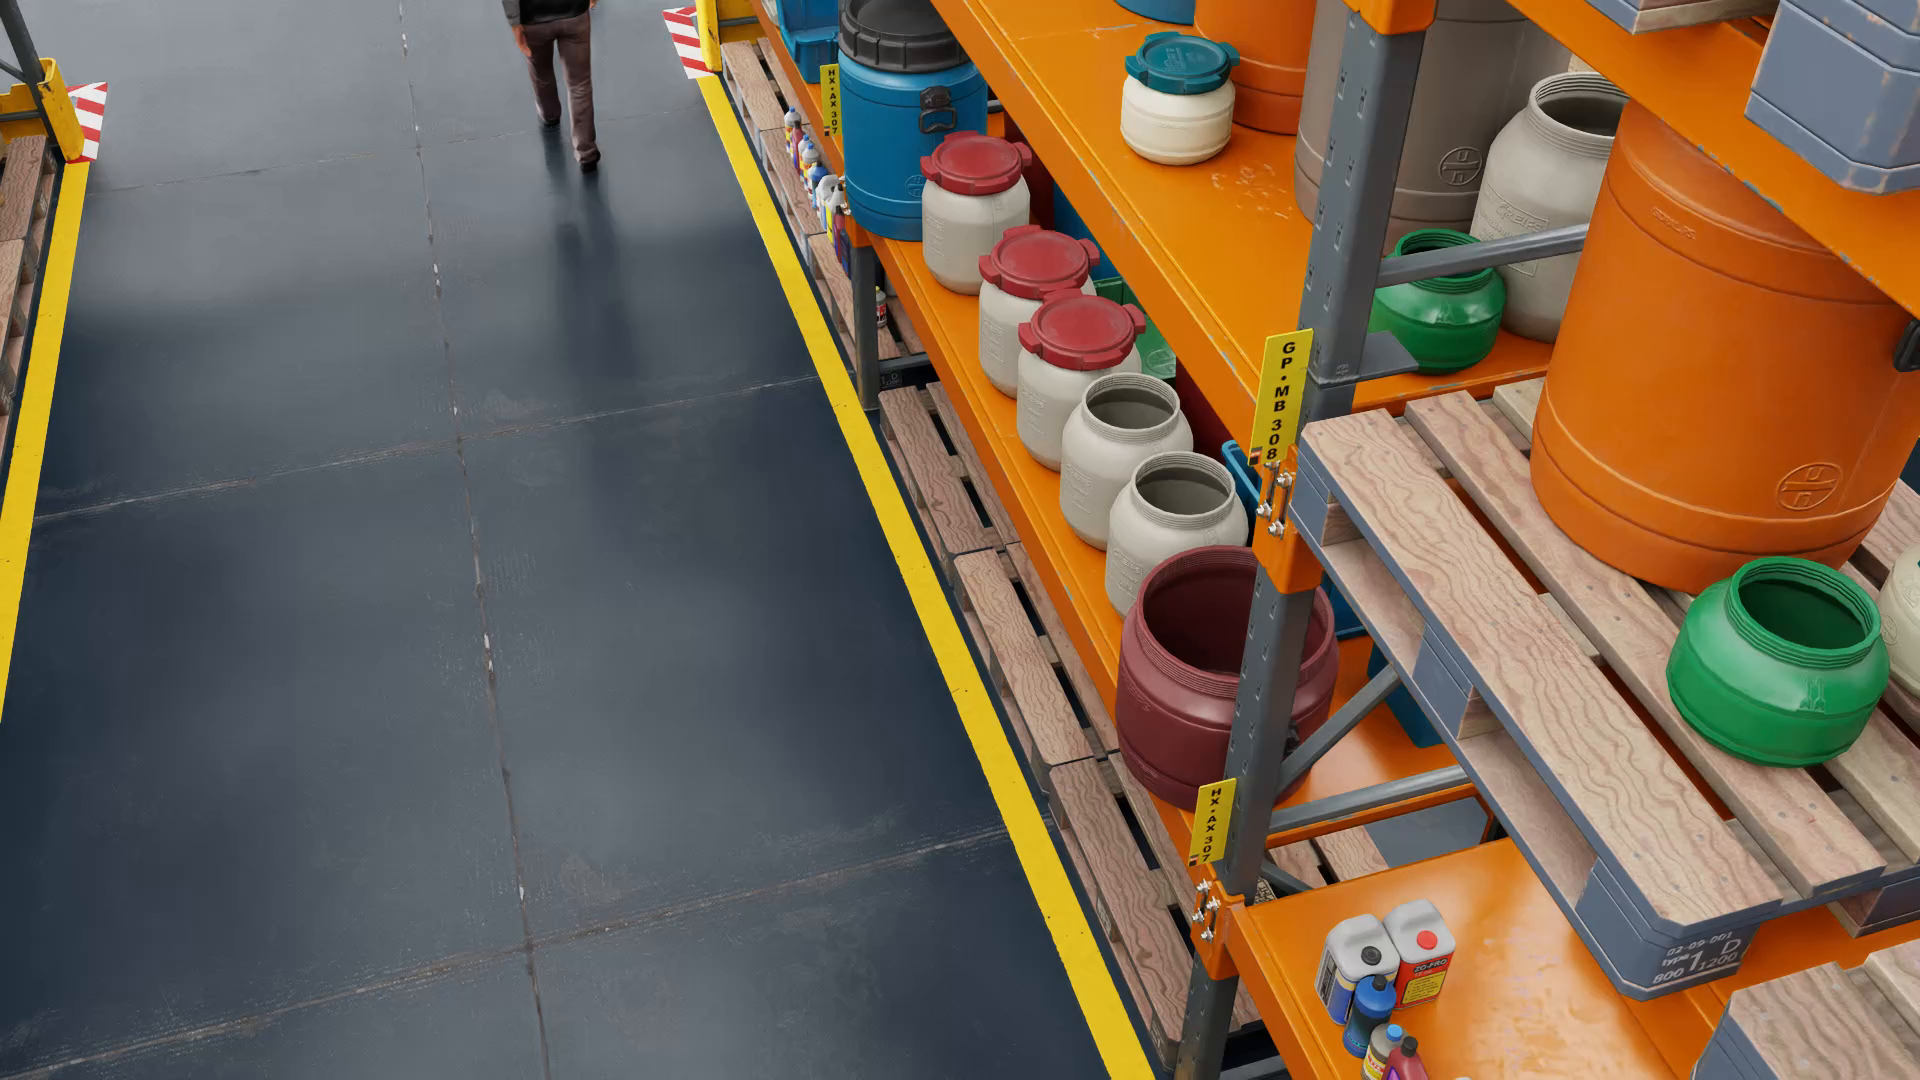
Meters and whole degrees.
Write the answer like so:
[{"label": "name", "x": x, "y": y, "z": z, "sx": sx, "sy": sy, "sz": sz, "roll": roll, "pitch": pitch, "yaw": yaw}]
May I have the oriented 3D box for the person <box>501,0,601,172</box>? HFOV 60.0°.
[{"label": "person", "x": -2.348, "y": -3.060, "z": 9.556, "sx": 0.558, "sy": 1.672, "sz": 0.957, "roll": -11, "pitch": 43, "yaw": -12}]
